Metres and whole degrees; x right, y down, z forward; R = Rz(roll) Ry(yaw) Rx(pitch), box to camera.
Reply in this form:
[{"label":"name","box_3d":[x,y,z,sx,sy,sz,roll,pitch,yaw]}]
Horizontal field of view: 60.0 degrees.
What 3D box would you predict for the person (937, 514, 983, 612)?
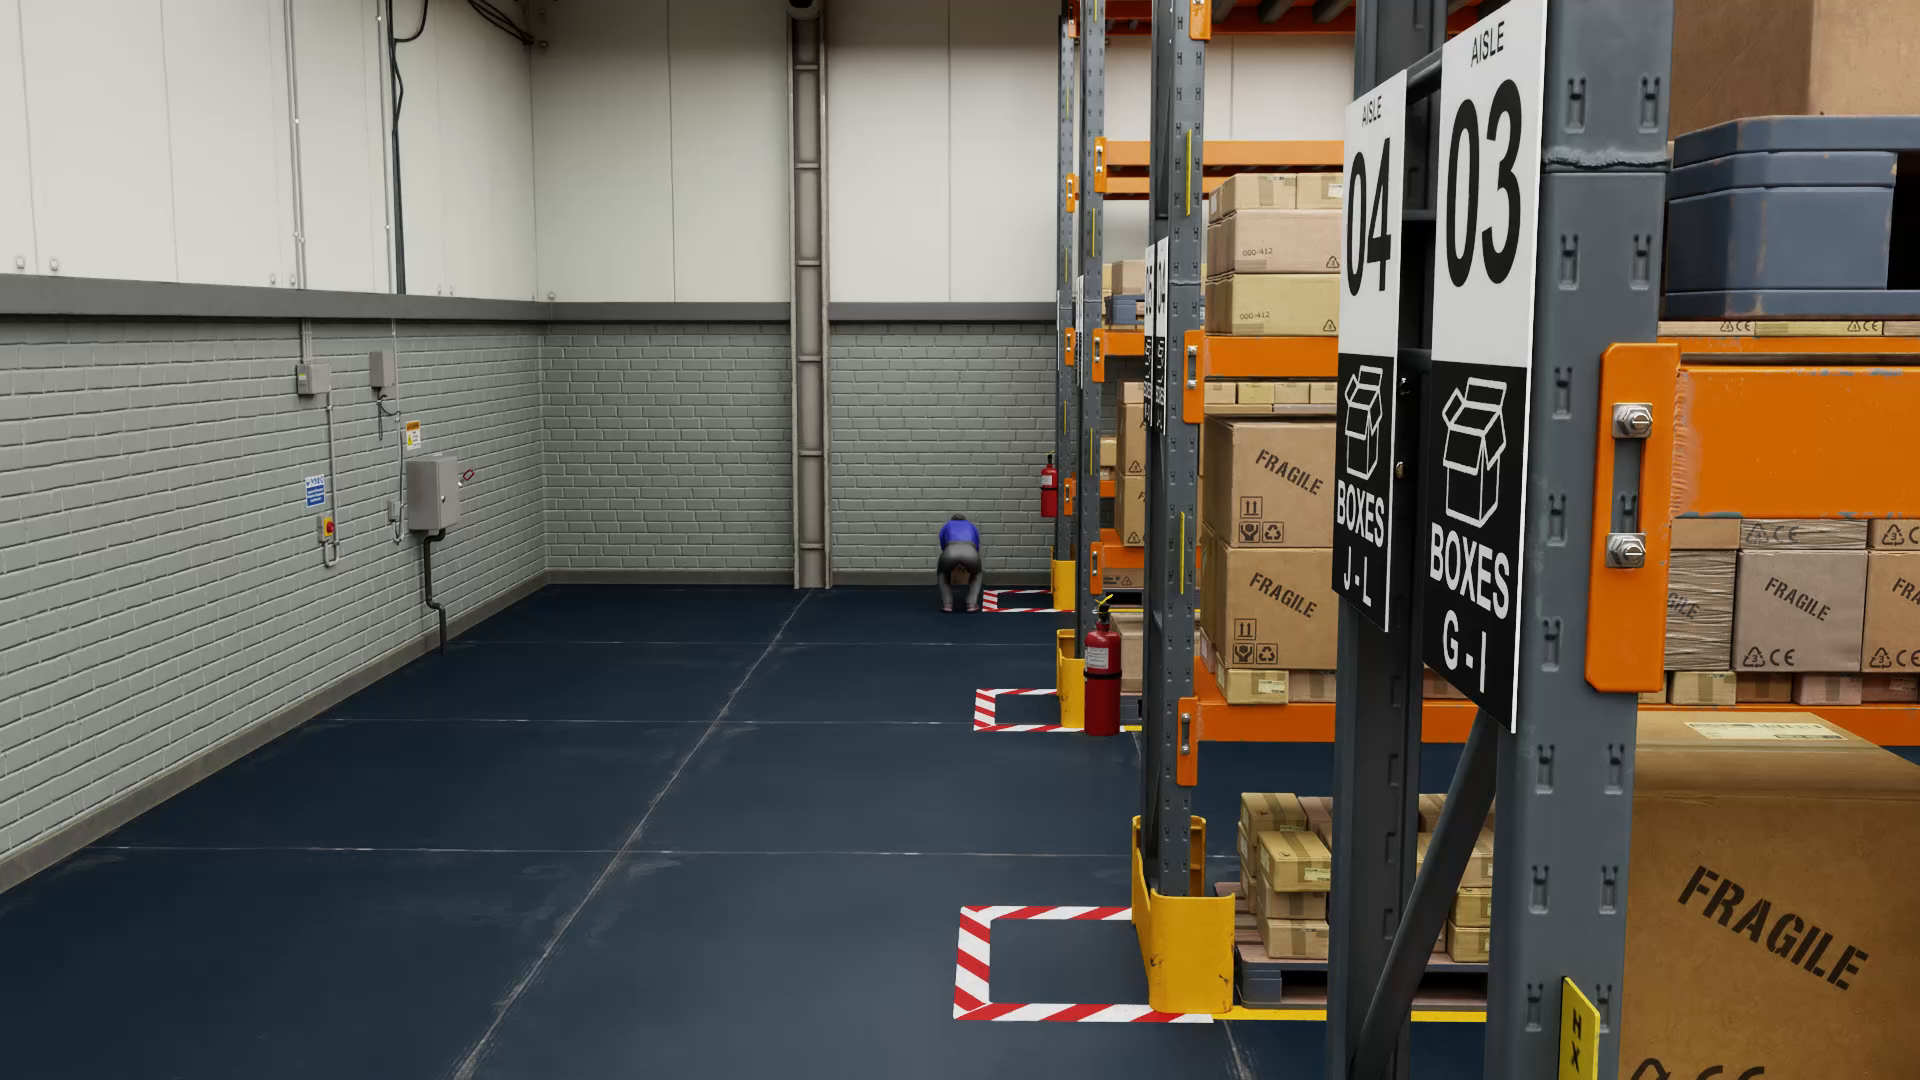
[{"label":"person","box_3d":[-0.003,0.233,16.835,0.470,0.938,0.863,0,7,1]}]
